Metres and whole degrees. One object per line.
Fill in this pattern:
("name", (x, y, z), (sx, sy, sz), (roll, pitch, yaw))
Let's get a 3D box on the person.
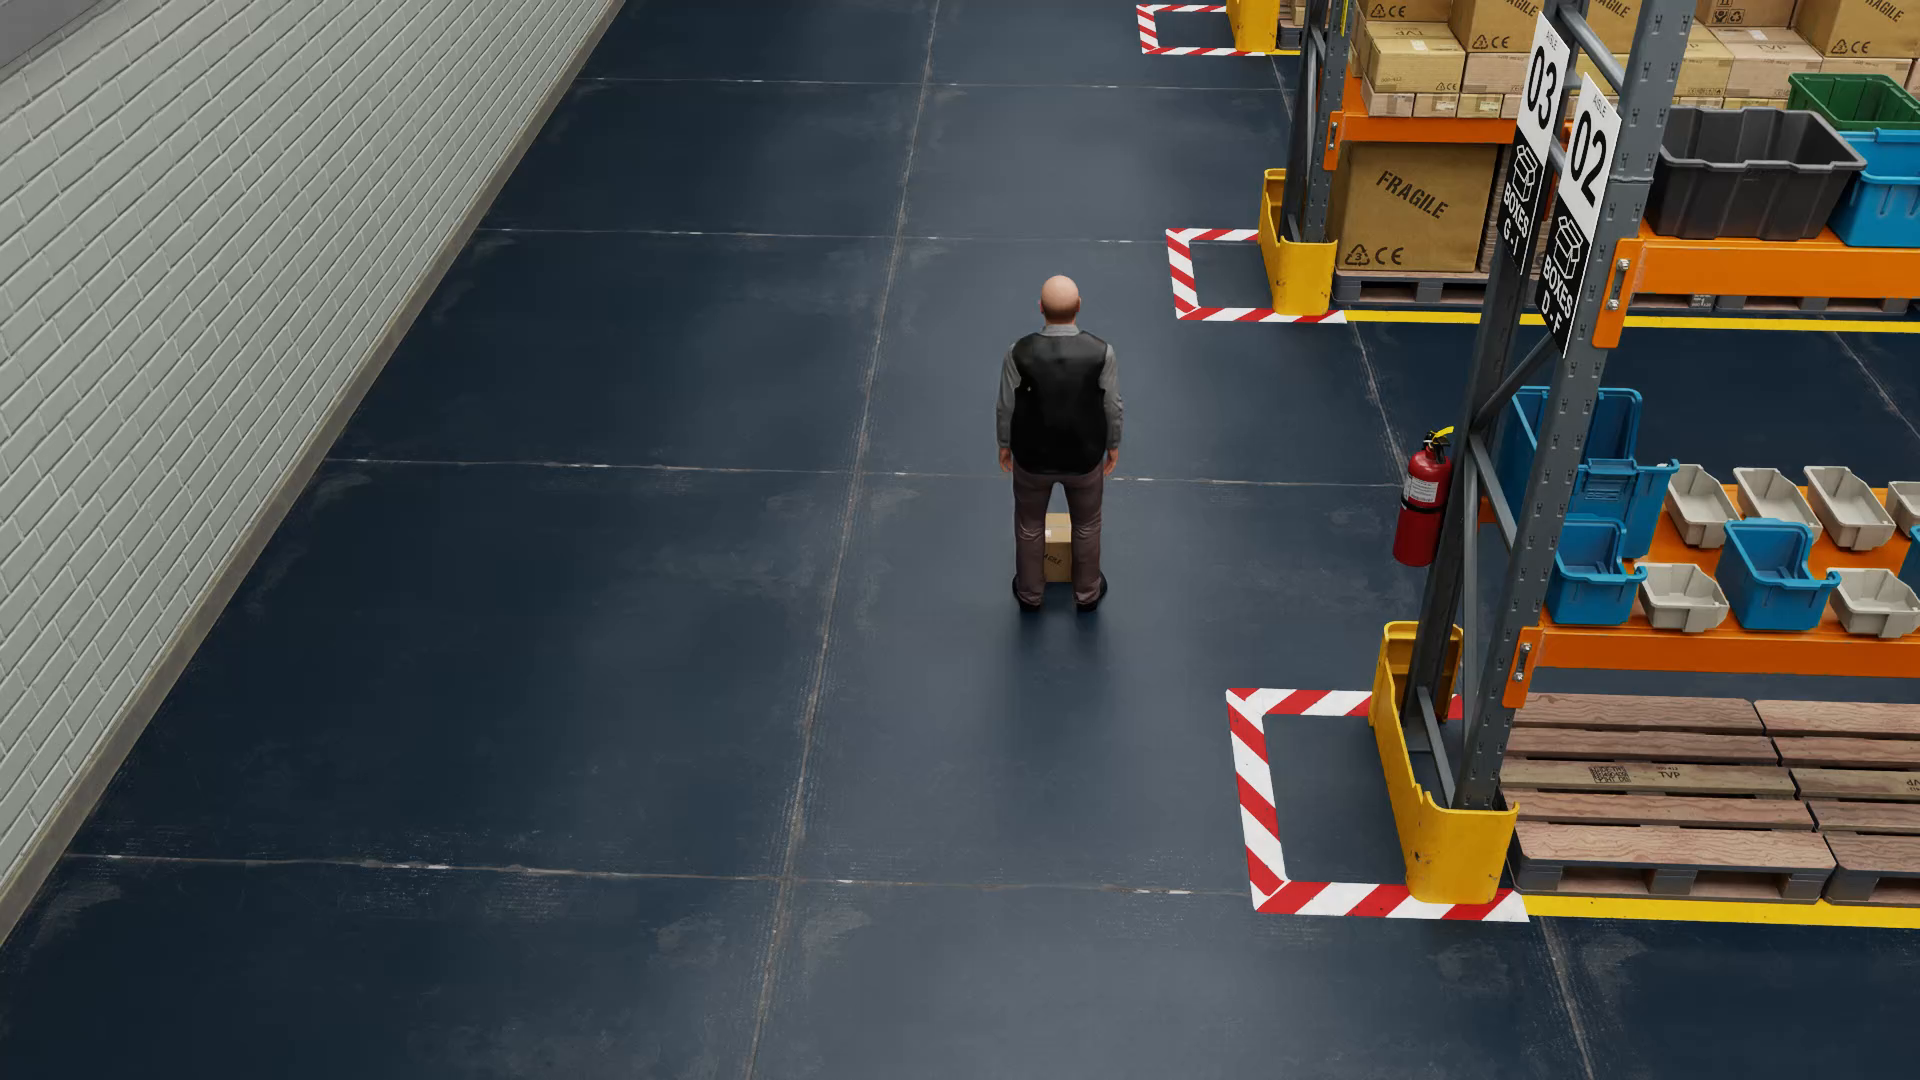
("person", (0.454, -0.396, 7.695), (0.579, 1.720, 0.420), (1, 35, 2))
